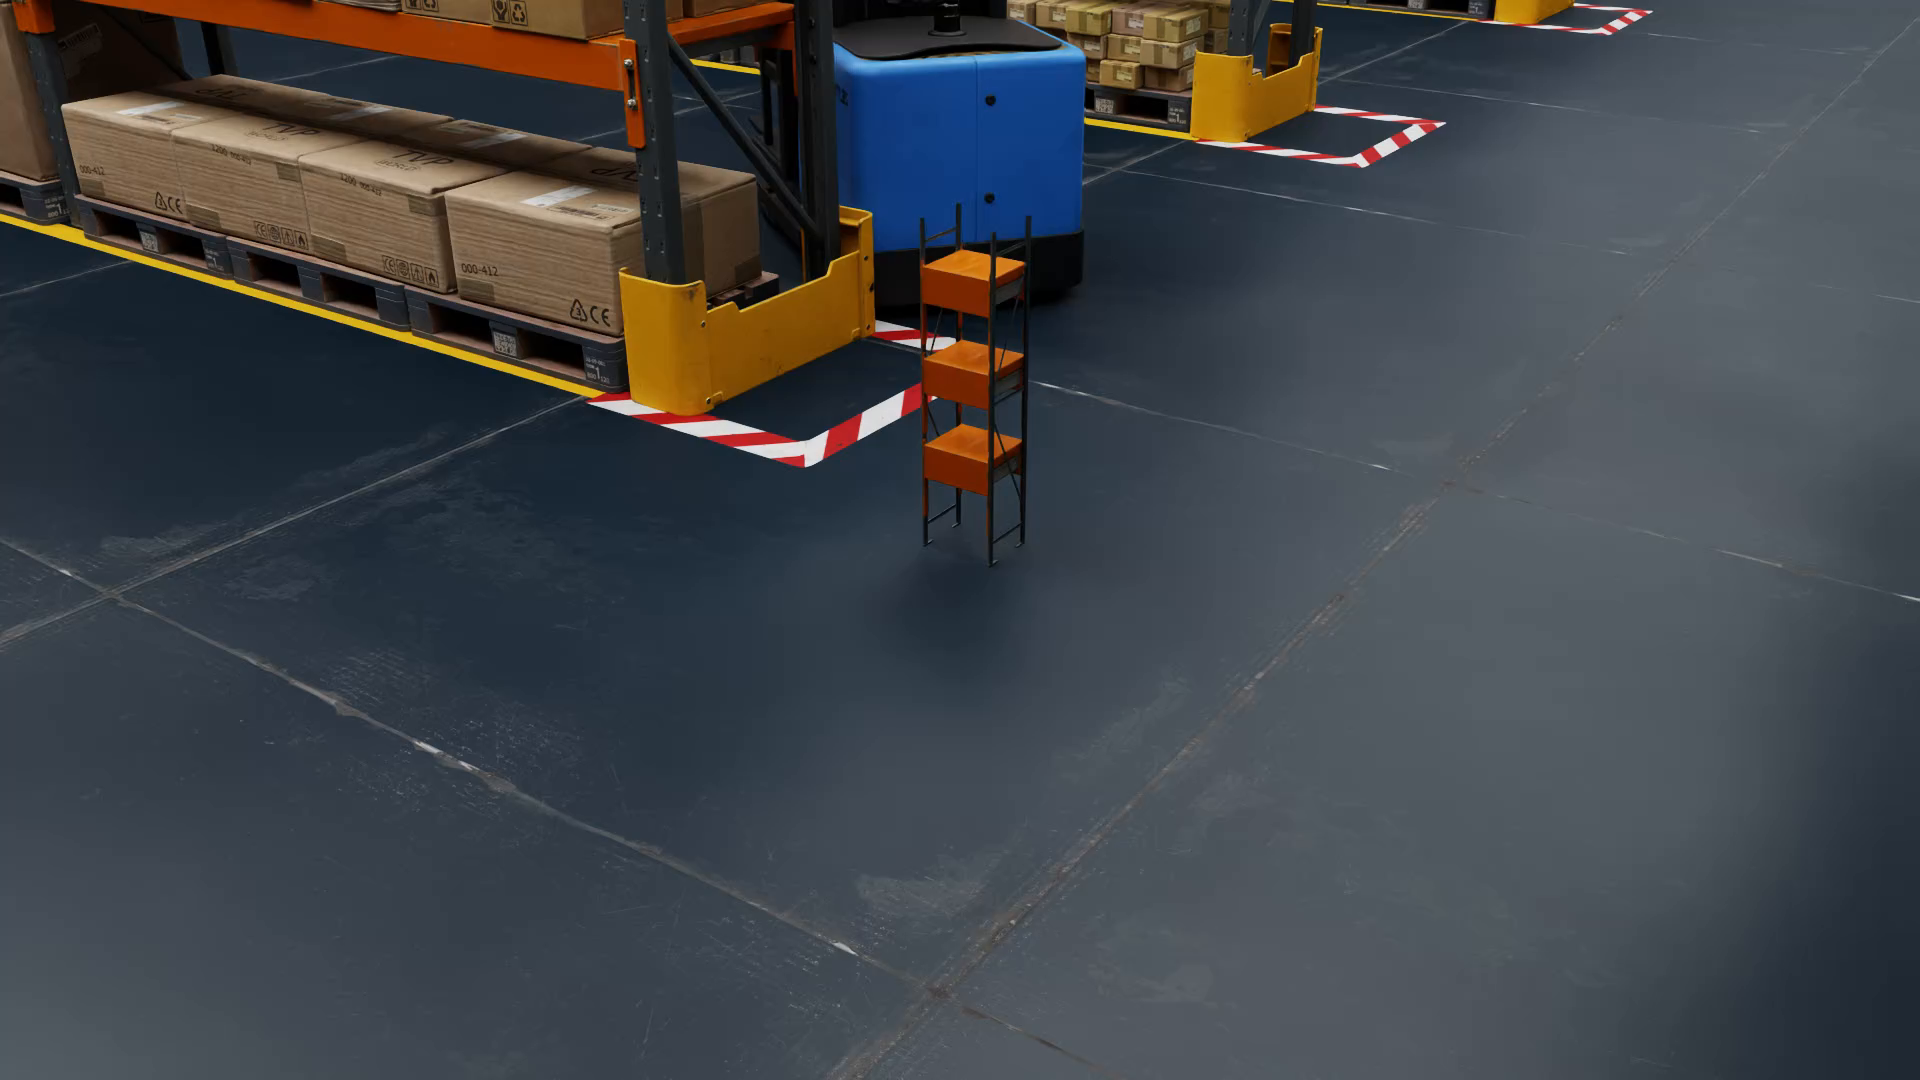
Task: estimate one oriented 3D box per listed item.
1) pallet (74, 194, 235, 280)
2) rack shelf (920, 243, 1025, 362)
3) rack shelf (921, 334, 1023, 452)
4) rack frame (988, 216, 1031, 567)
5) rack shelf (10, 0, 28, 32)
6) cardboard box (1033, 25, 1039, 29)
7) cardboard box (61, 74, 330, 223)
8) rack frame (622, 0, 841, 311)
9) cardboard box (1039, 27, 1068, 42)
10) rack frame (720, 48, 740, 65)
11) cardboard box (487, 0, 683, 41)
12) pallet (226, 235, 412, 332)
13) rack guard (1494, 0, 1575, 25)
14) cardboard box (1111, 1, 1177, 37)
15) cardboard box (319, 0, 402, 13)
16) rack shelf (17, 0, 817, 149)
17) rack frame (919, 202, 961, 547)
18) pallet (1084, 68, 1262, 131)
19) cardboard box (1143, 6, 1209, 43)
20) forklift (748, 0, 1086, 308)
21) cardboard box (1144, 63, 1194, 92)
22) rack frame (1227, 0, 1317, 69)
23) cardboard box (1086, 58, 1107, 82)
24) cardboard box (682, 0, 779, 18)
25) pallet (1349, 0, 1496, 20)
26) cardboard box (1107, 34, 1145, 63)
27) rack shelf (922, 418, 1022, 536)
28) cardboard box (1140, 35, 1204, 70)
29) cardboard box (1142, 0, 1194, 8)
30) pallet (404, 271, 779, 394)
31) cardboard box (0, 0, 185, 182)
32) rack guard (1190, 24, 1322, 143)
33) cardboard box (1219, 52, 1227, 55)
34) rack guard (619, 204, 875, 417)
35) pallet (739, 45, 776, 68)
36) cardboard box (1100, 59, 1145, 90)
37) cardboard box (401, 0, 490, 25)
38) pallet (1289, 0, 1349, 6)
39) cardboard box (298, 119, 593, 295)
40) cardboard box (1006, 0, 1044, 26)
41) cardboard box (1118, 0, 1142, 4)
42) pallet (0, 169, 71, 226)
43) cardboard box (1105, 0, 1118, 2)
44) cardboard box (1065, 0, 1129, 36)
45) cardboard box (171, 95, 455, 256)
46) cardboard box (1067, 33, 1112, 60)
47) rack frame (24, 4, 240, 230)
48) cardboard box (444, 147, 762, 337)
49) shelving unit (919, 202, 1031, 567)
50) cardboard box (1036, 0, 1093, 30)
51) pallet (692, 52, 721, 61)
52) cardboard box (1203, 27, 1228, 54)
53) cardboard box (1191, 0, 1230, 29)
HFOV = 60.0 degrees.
[{"bbox_3d":[-3.535,-1.610,8.181,1.213,0.211,1.003,17,32,30],"label":"pallet"},{"bbox_3d":[0.044,-0.698,4.861,0.240,0.259,0.215,17,32,30],"label":"rack shelf"},{"bbox_3d":[0.044,-0.445,4.990,0.240,0.259,0.215,17,32,30],"label":"rack shelf"},{"bbox_3d":[0.145,-0.423,4.923,0.008,1.050,0.200,17,32,30],"label":"rack frame"},{"bbox_3d":[-5.766,-3.270,9.162,4.000,0.370,1.077,17,32,30],"label":"rack shelf"},{"bbox_3d":[0.438,-3.266,10.712,0.250,0.149,0.380,18,32,31],"label":"cardboard box"},{"bbox_3d":[-3.661,-1.921,8.080,0.875,0.438,0.875,17,31,30],"label":"cardboard box"},{"bbox_3d":[-0.821,-2.050,5.972,0.127,3.000,1.000,17,32,30],"label":"rack frame"},{"bbox_3d":[0.709,-3.245,10.672,0.250,0.149,0.380,17,31,30],"label":"cardboard box"},{"bbox_3d":[-1.399,-4.954,11.677,0.127,3.000,1.000,17,32,30],"label":"rack frame"},{"bbox_3d":[-1.368,-2.120,5.998,0.500,0.500,0.500,18,32,31],"label":"cardboard box"},{"bbox_3d":[-2.526,-1.297,7.566,1.213,0.211,1.003,17,32,30],"label":"pallet"},{"bbox_3d":[4.810,-4.635,13.807,0.348,0.500,1.175,17,32,30],"label":"rack guard"},{"bbox_3d":[1.144,-3.236,10.325,0.250,0.149,0.380,18,32,31],"label":"cardboard box"},{"bbox_3d":[-2.203,-2.383,6.515,0.500,0.500,0.500,18,32,32],"label":"cardboard box"},{"bbox_3d":[-2.469,-2.243,7.144,4.000,0.370,1.077,17,32,30],"label":"rack shelf"},{"bbox_3d":[-0.056,-0.485,5.046,0.008,1.050,0.200,17,32,30],"label":"rack frame"},{"bbox_3d":[1.186,-2.925,10.766,1.213,0.211,1.003,17,32,30],"label":"pallet"},{"bbox_3d":[1.319,-3.150,10.156,0.250,0.149,0.380,18,32,31],"label":"cardboard box"},{"bbox_3d":[-0.409,-2.935,7.785,1.130,2.935,3.031,-9,28,-16],"label":"forklift"},{"bbox_3d":[1.347,-2.901,10.323,0.250,0.149,0.380,18,32,31],"label":"cardboard box"},{"bbox_3d":[1.899,-3.927,9.659,0.127,3.000,1.000,17,32,30],"label":"rack frame"},{"bbox_3d":[0.908,-3.029,10.575,0.250,0.149,0.380,17,32,30],"label":"cardboard box"},{"bbox_3d":[-1.054,-2.325,6.402,0.500,0.500,0.500,17,32,30],"label":"cardboard box"},{"bbox_3d":[4.087,-4.689,14.230,1.213,0.211,1.003,17,32,30],"label":"pallet"},{"bbox_3d":[1.117,-3.092,10.371,0.250,0.149,0.380,16,31,29],"label":"cardboard box"},{"bbox_3d":[0.044,-0.197,5.116,0.240,0.259,0.215,17,32,30],"label":"rack shelf"},{"bbox_3d":[1.302,-3.005,10.200,0.250,0.149,0.380,16,31,29],"label":"cardboard box"},{"bbox_3d":[1.364,-3.396,10.640,0.250,0.149,0.380,18,32,31],"label":"cardboard box"},{"bbox_3d":[-1.524,-0.984,6.950,1.213,0.211,1.003,17,32,30],"label":"pallet"},{"bbox_3d":[-4.674,-2.447,8.631,0.875,0.875,0.875,18,32,32],"label":"cardboard box"},{"bbox_3d":[1.836,-2.832,10.264,0.348,0.500,1.175,17,32,30],"label":"rack guard"},{"bbox_3d":[1.648,-3.098,10.710,0.250,0.149,0.380,18,32,31],"label":"cardboard box"},{"bbox_3d":[-0.801,-0.930,6.526,0.348,0.500,1.175,17,32,30],"label":"rack guard"},{"bbox_3d":[-0.825,-3.552,11.997,1.213,0.211,1.003,17,32,30],"label":"pallet"},{"bbox_3d":[1.077,-2.929,10.378,0.250,0.149,0.380,18,32,32],"label":"cardboard box"},{"bbox_3d":[-1.773,-2.254,6.262,0.500,0.500,0.500,17,31,29],"label":"cardboard box"},{"bbox_3d":[3.085,-5.002,14.846,1.213,0.211,1.003,17,32,30],"label":"pallet"},{"bbox_3d":[-2.180,-1.460,7.173,0.875,0.438,0.875,18,32,32],"label":"cardboard box"},{"bbox_3d":[0.428,-3.393,10.635,0.250,0.149,0.380,19,32,32],"label":"cardboard box"},{"bbox_3d":[1.229,-3.509,10.861,0.250,0.149,0.380,17,32,30],"label":"cardboard box"},{"bbox_3d":[-4.797,-2.005,8.956,1.213,0.211,1.003,17,32,30],"label":"pallet"},{"bbox_3d":[0.977,-3.541,10.926,0.250,0.149,0.380,16,31,28],"label":"cardboard box"},{"bbox_3d":[0.859,-3.255,10.363,0.250,0.149,0.380,17,31,29],"label":"cardboard box"},{"bbox_3d":[-2.923,-1.692,7.629,0.875,0.438,0.875,16,31,29],"label":"cardboard box"},{"bbox_3d":[0.873,-3.138,10.461,0.250,0.149,0.380,16,31,28],"label":"cardboard box"},{"bbox_3d":[-4.118,-3.077,7.990,0.127,3.000,1.000,17,32,30],"label":"rack frame"},{"bbox_3d":[-1.421,-1.228,6.717,0.875,0.438,0.875,16,31,29],"label":"cardboard box"},{"bbox_3d":[0.044,-0.454,4.985,0.252,1.050,0.215,17,32,30],"label":"shelving unit"},{"bbox_3d":[0.681,-3.345,10.540,0.250,0.149,0.380,16,31,28],"label":"cardboard box"},{"bbox_3d":[-2.041,-3.911,12.702,1.213,0.211,1.003,17,32,30],"label":"pallet"},{"bbox_3d":[1.612,-3.207,10.596,0.250,0.149,0.380,19,32,32],"label":"cardboard box"},{"bbox_3d":[1.659,-3.370,10.589,0.250,0.149,0.380,16,31,28],"label":"cardboard box"}]
